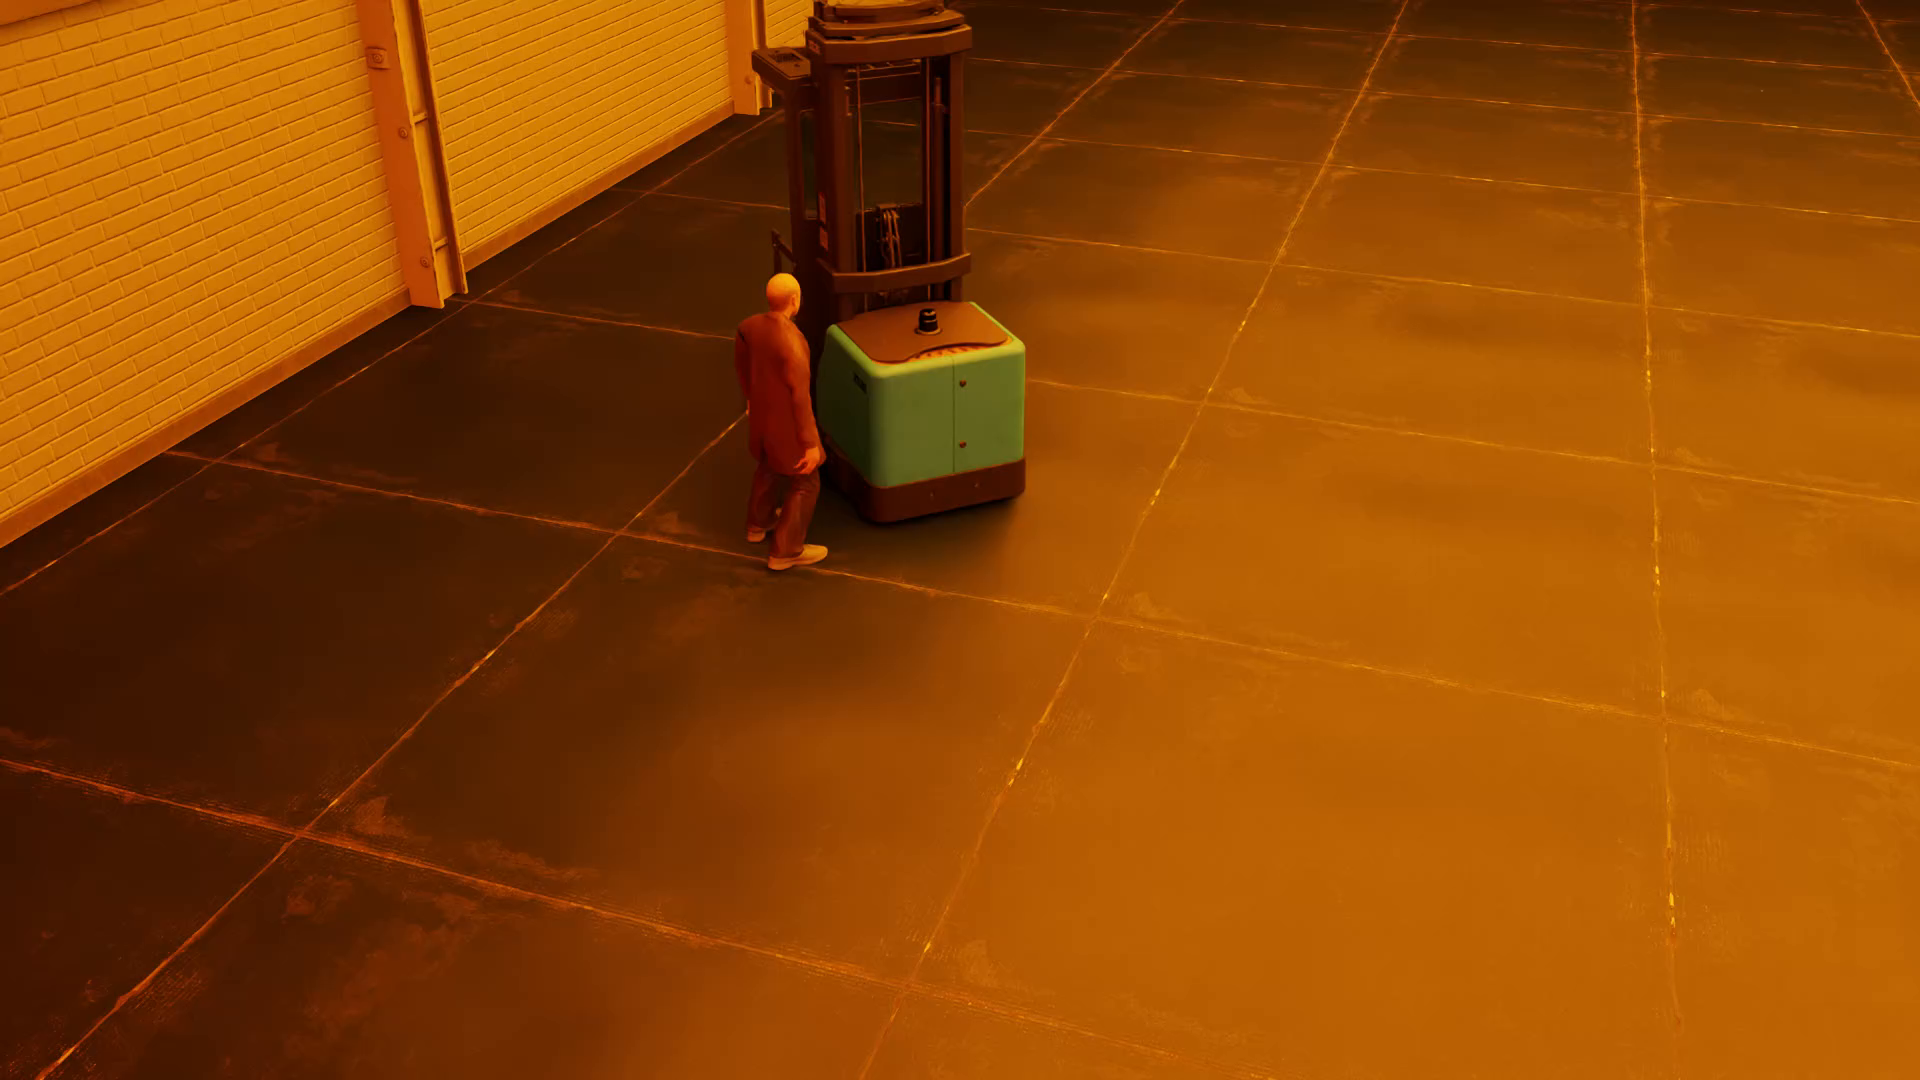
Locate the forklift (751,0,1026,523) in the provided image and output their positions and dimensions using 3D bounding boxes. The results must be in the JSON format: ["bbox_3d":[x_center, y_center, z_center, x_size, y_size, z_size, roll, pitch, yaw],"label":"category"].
[{"bbox_3d":[-0.646,-2.090,10.804,1.130,2.935,3.031,-12,32,-21],"label":"forklift"}]

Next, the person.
[{"bbox_3d":[-1.014,-0.685,9.533,0.430,1.752,0.849,-22,37,-34],"label":"person"}]
